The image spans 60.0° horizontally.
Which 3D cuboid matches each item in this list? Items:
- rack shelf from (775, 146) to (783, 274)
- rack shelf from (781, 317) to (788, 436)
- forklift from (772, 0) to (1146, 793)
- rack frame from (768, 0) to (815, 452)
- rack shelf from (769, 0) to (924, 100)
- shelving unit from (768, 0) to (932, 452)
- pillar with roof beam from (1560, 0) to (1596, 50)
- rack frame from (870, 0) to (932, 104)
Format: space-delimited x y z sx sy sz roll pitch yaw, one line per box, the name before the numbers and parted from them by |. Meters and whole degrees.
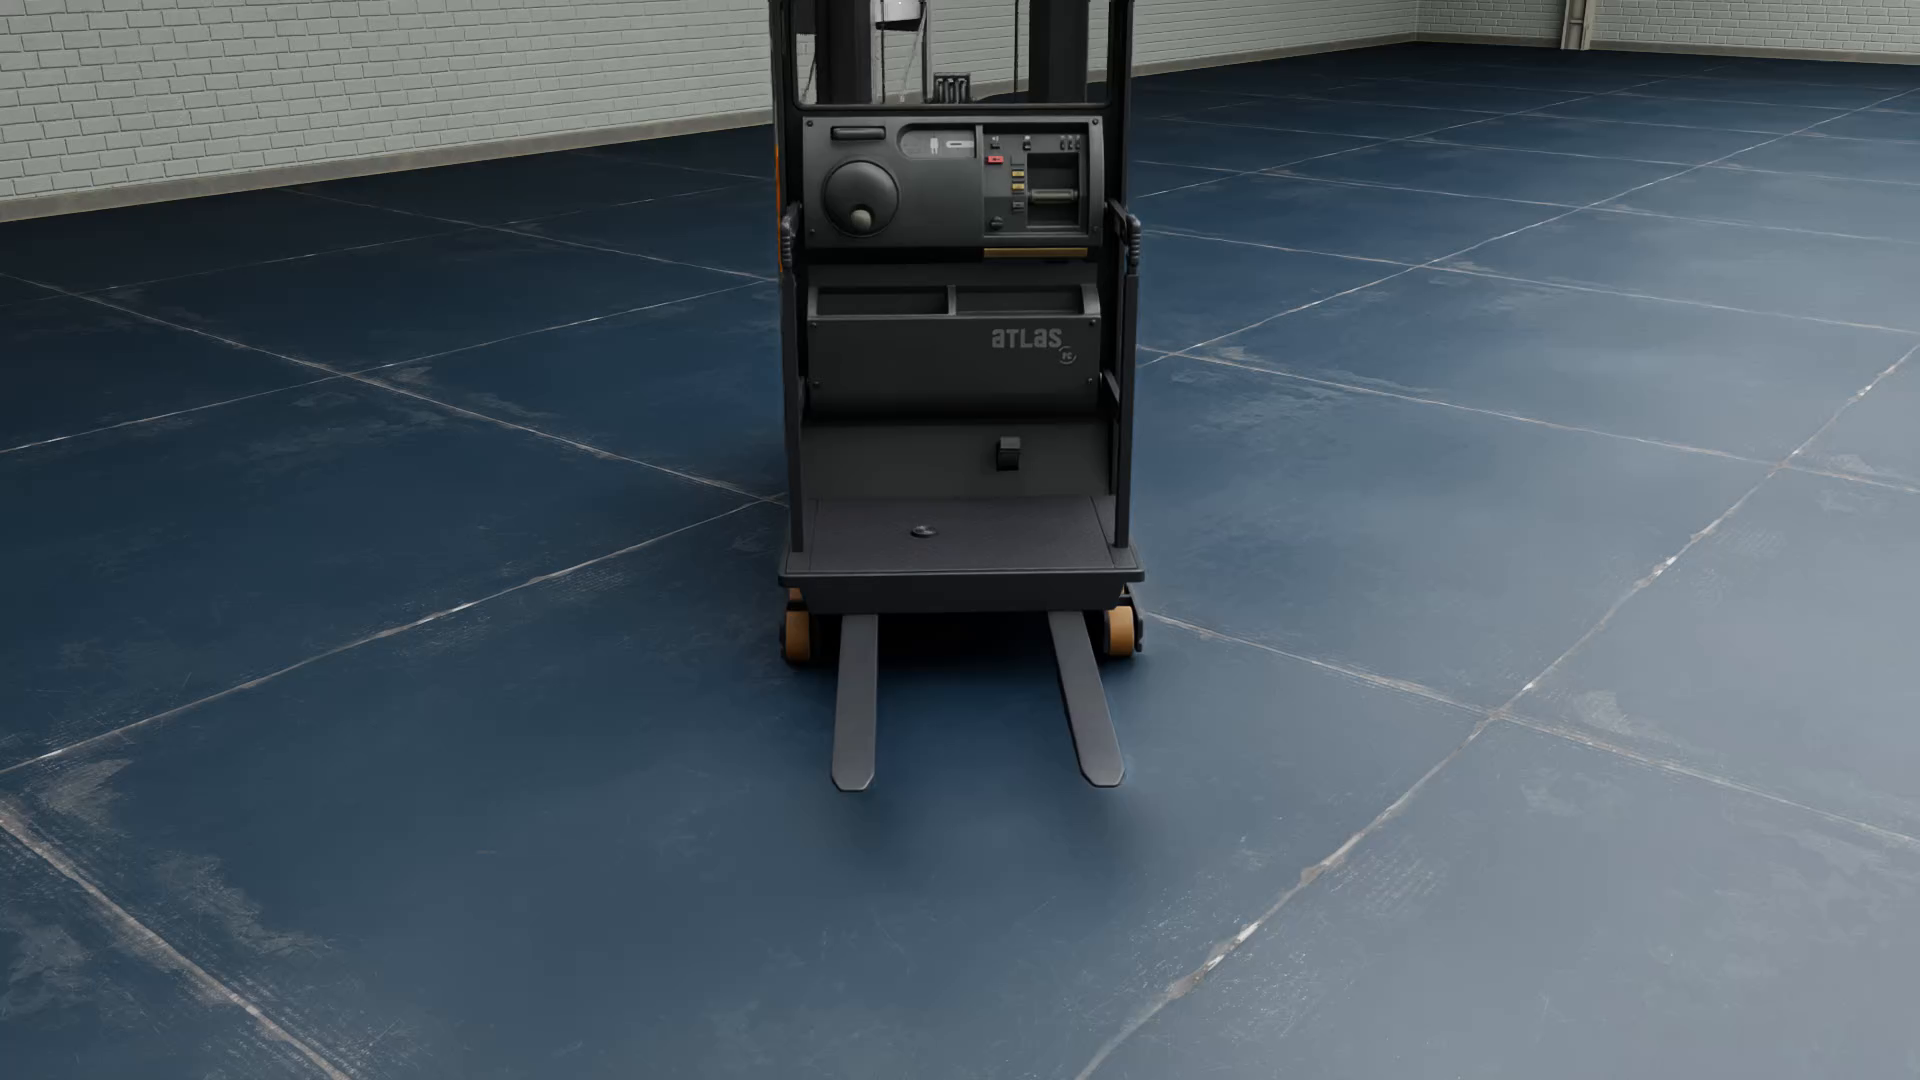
rack shelf | -0.432 -1.357 6.829 0.480 0.518 0.431 14 25 32
rack shelf | -0.432 -0.702 7.076 0.480 0.518 0.431 14 25 32
forklift | -0.010 -1.106 4.946 1.130 2.935 3.031 -1 21 -2
rack frame | -0.632 -1.419 6.955 0.015 2.100 0.400 14 25 32
rack shelf | -0.432 -2.012 6.582 0.480 0.518 0.431 14 25 32
shelving unit | -0.432 -1.370 6.824 0.503 2.100 0.431 14 25 32
pillar with roof beam | 7.781 -11.417 23.691 0.400 9.000 9.100 16 26 36
rack frame | -0.232 -1.321 6.694 0.015 2.100 0.400 14 25 32
